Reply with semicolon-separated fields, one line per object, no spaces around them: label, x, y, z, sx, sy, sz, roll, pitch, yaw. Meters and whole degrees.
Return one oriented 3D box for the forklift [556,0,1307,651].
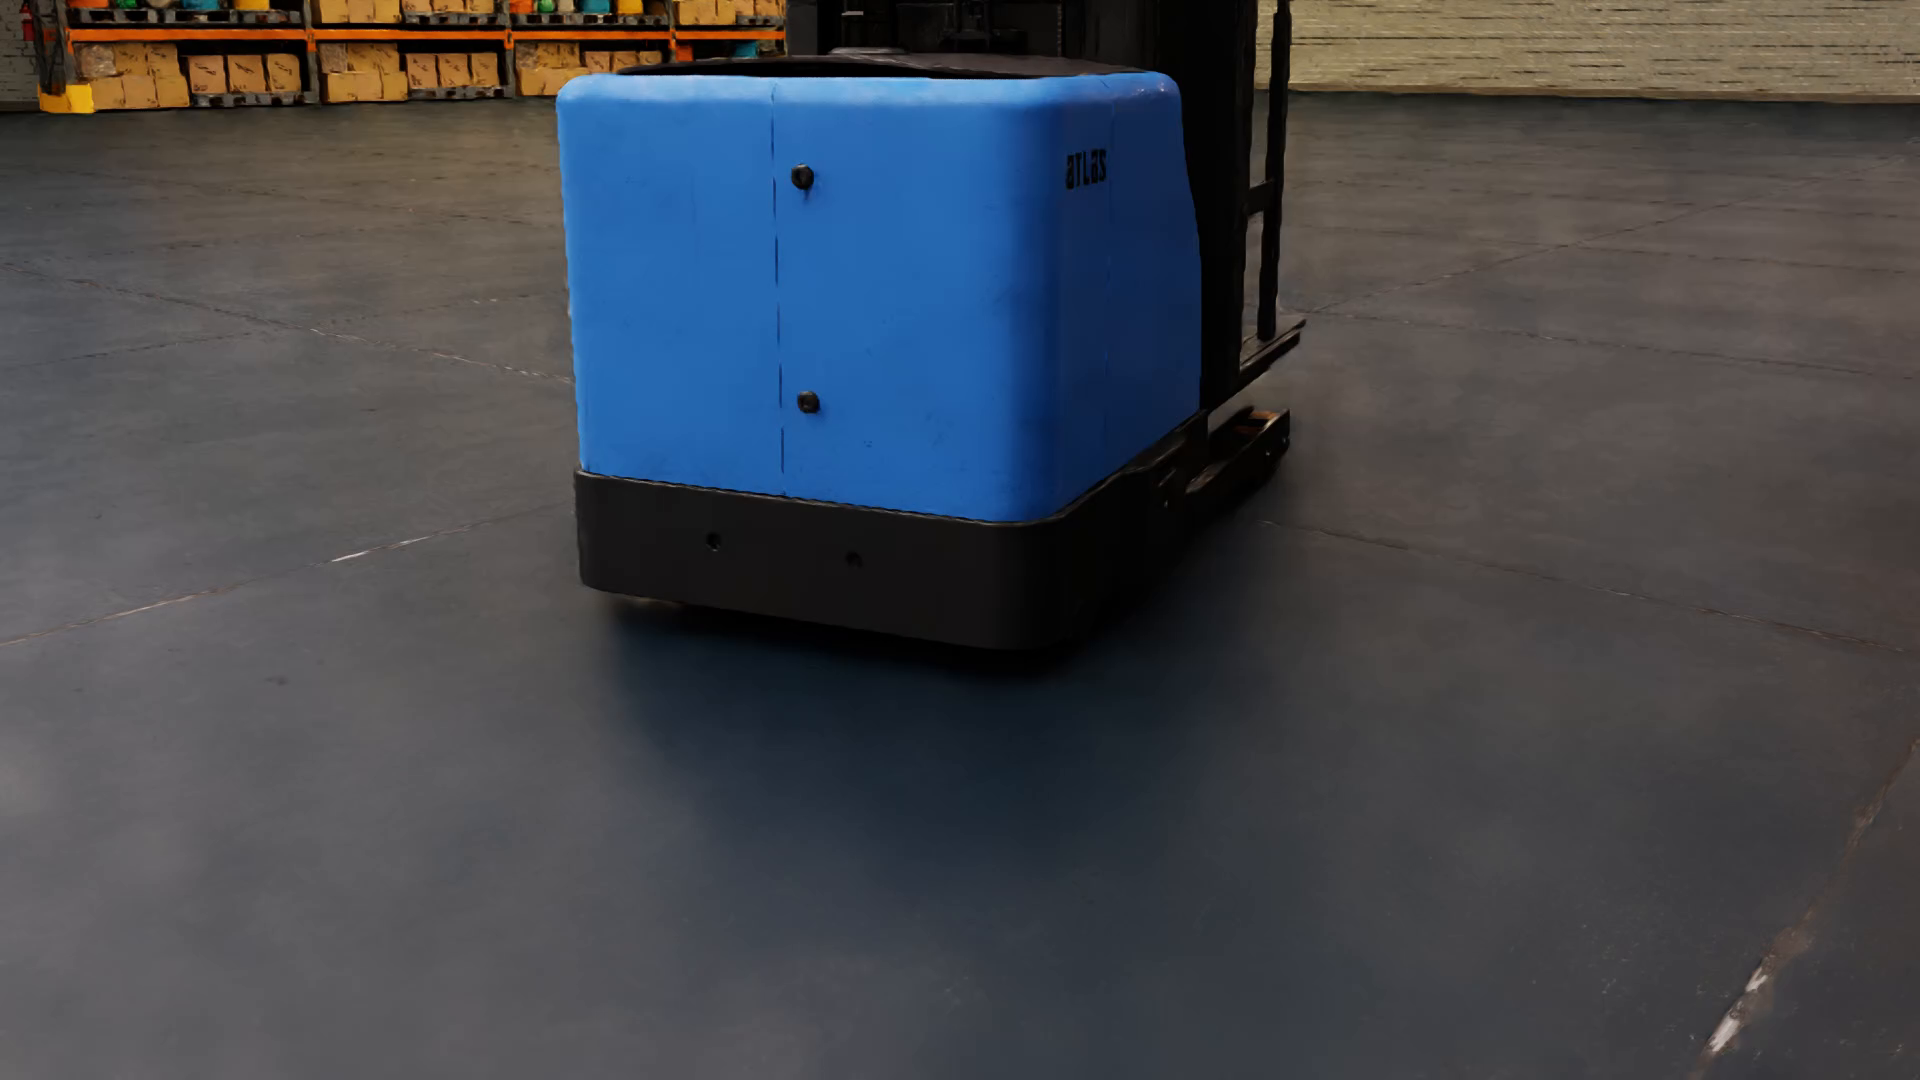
forklift;0.267;-1.585;4.118;1.130;2.935;3.031;7;18;22
